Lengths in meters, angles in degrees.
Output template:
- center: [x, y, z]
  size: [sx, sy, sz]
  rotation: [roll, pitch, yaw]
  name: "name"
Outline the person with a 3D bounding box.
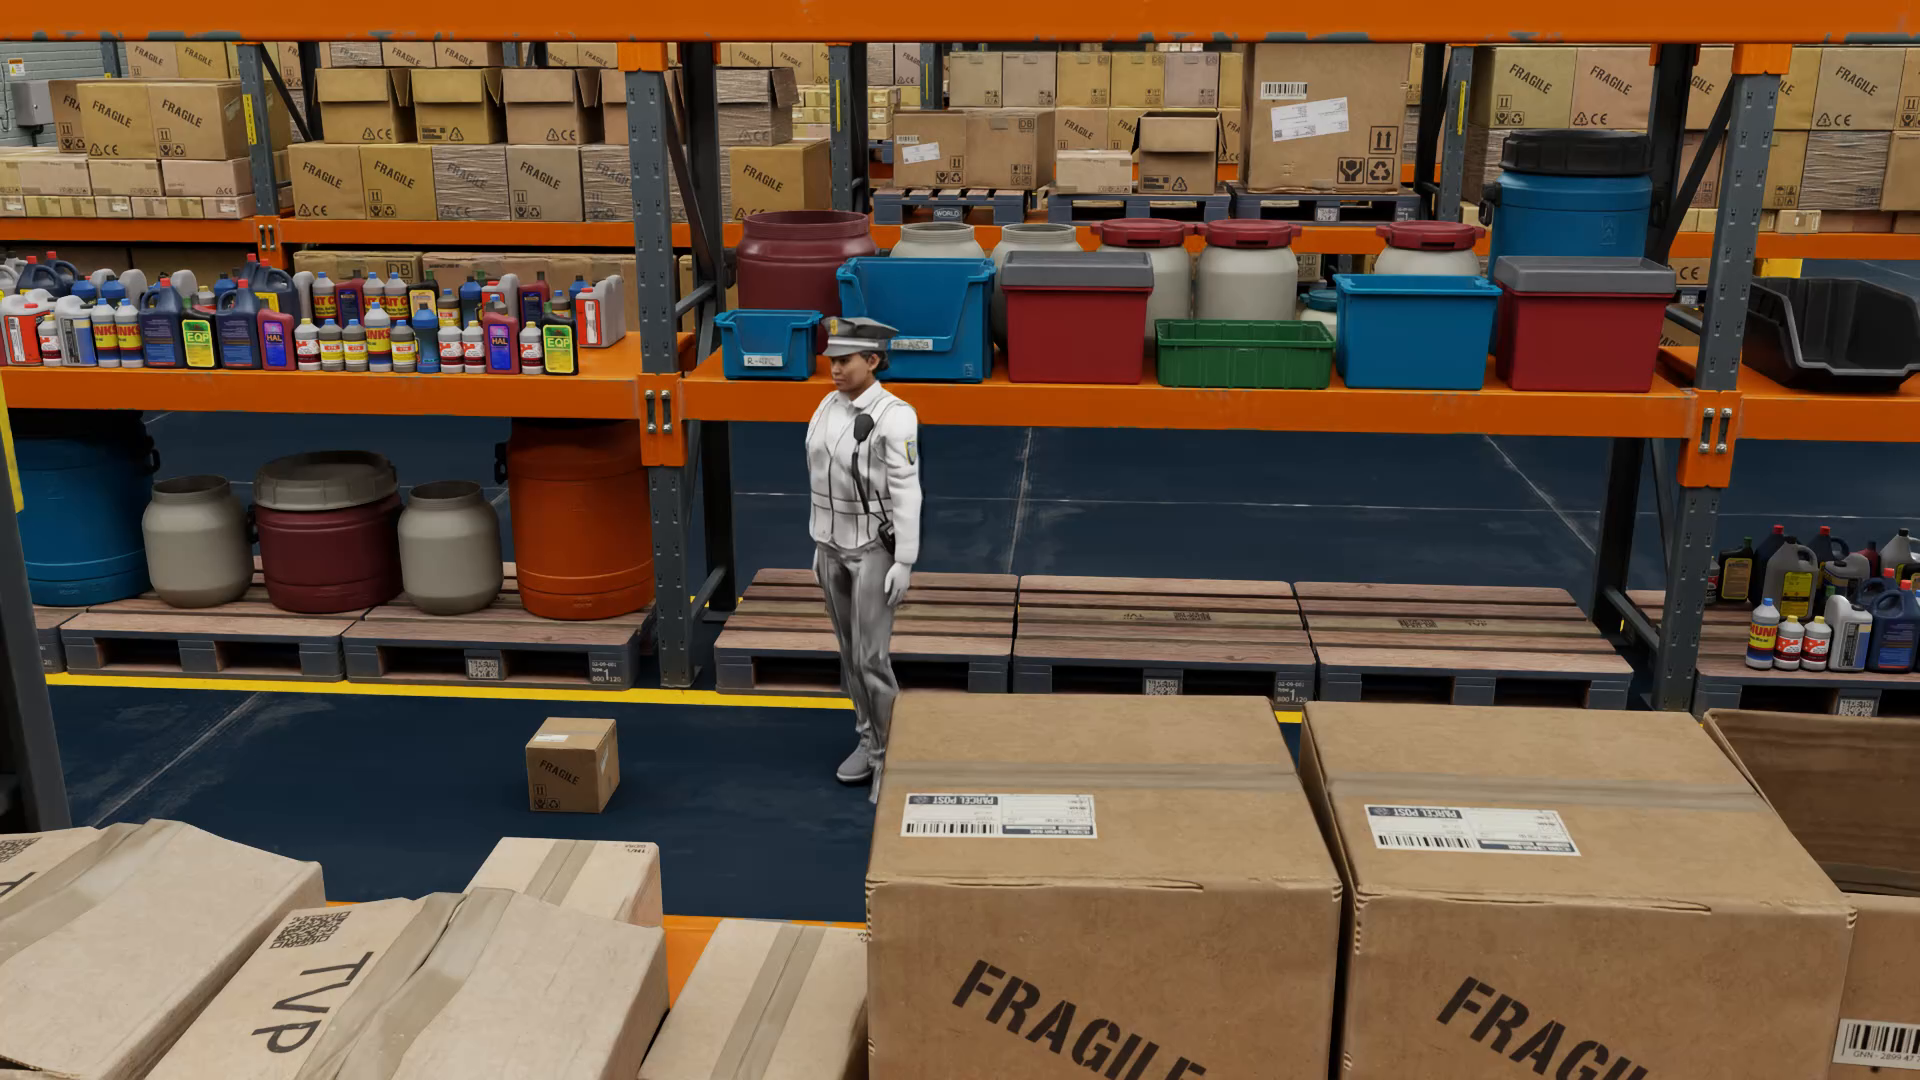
- center: [-0.352, 0.078, 5.865]
  size: [0.531, 1.744, 0.383]
  rotation: [15, 23, 39]
  name: "person"
